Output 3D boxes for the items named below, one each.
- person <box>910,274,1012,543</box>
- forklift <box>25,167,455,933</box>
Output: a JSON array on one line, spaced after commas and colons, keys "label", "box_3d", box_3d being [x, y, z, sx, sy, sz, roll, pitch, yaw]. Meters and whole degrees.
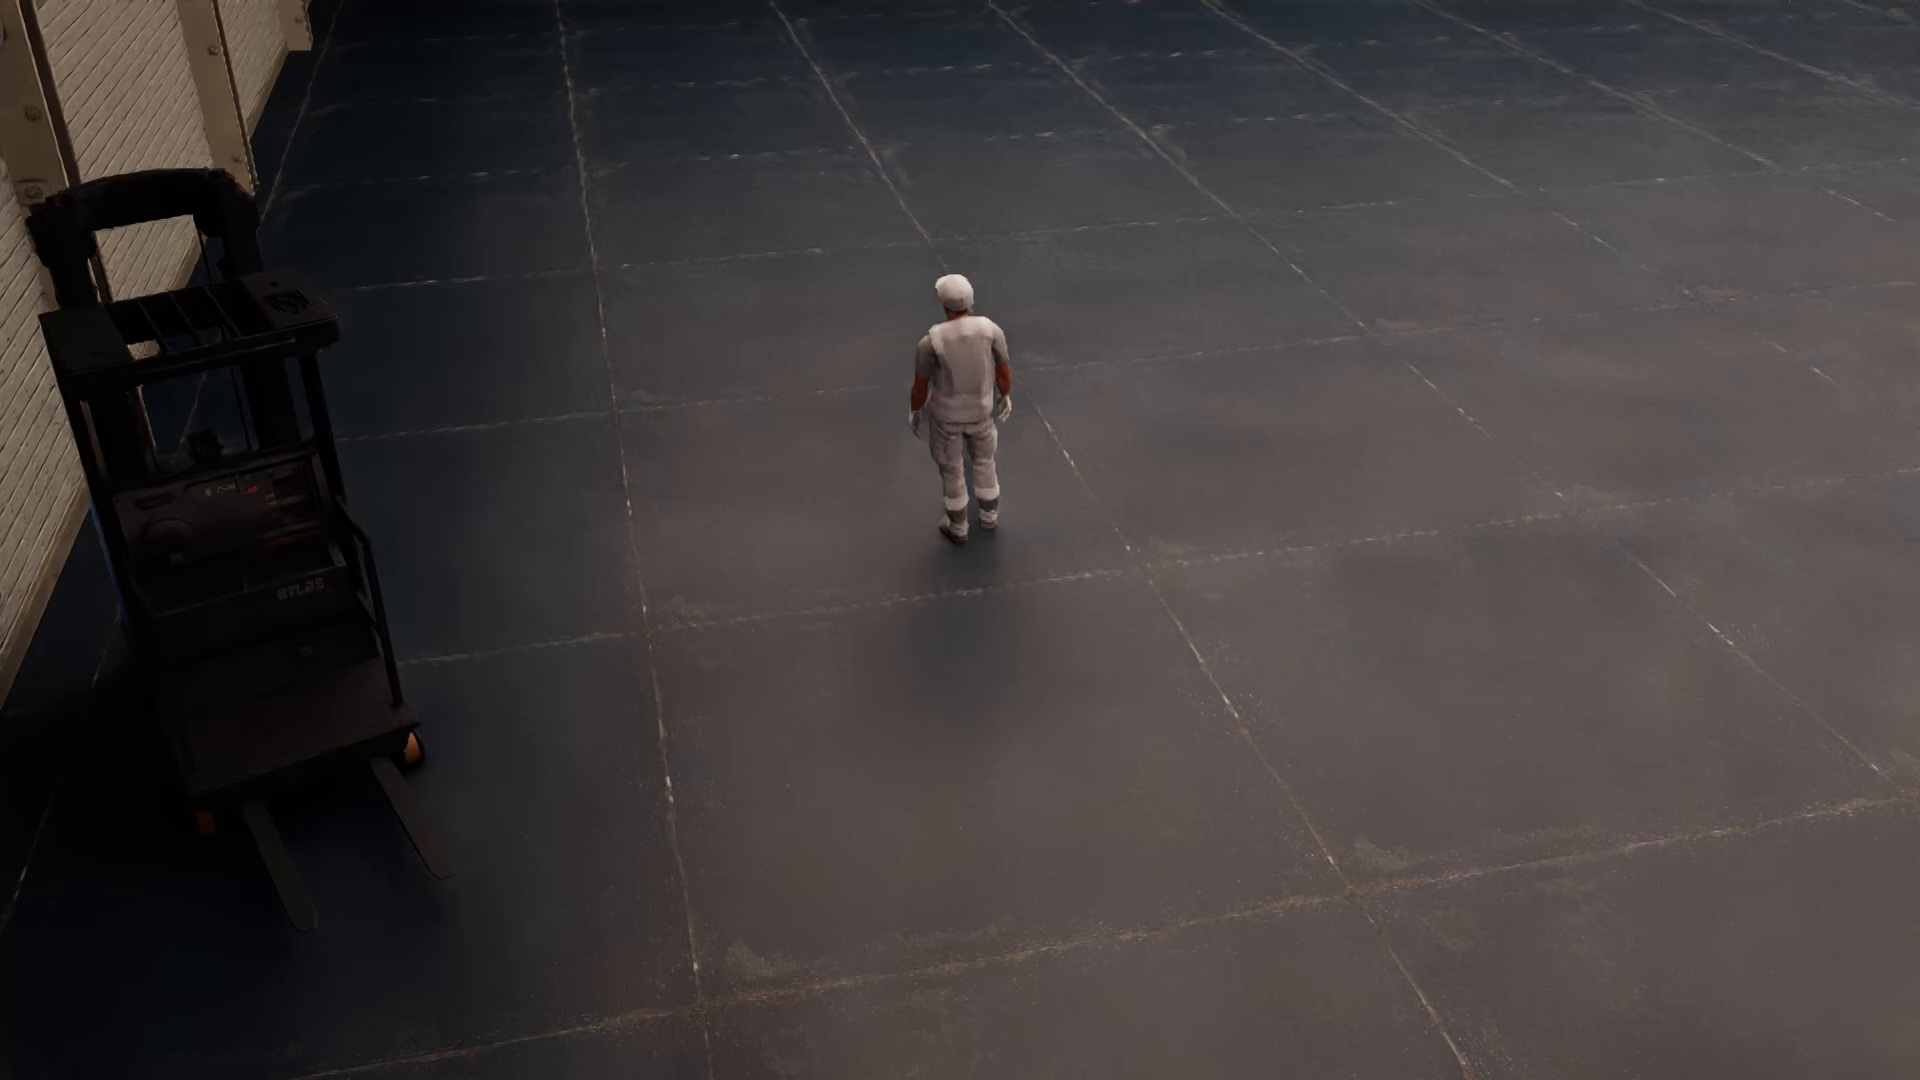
[{"label": "person", "box_3d": [-0.008, -0.821, 10.118, 0.637, 1.787, 0.563, -7, 31, -12]}, {"label": "forklift", "box_3d": [-3.386, -0.114, 7.772, 1.130, 2.935, 3.031, -18, 35, -29]}]
